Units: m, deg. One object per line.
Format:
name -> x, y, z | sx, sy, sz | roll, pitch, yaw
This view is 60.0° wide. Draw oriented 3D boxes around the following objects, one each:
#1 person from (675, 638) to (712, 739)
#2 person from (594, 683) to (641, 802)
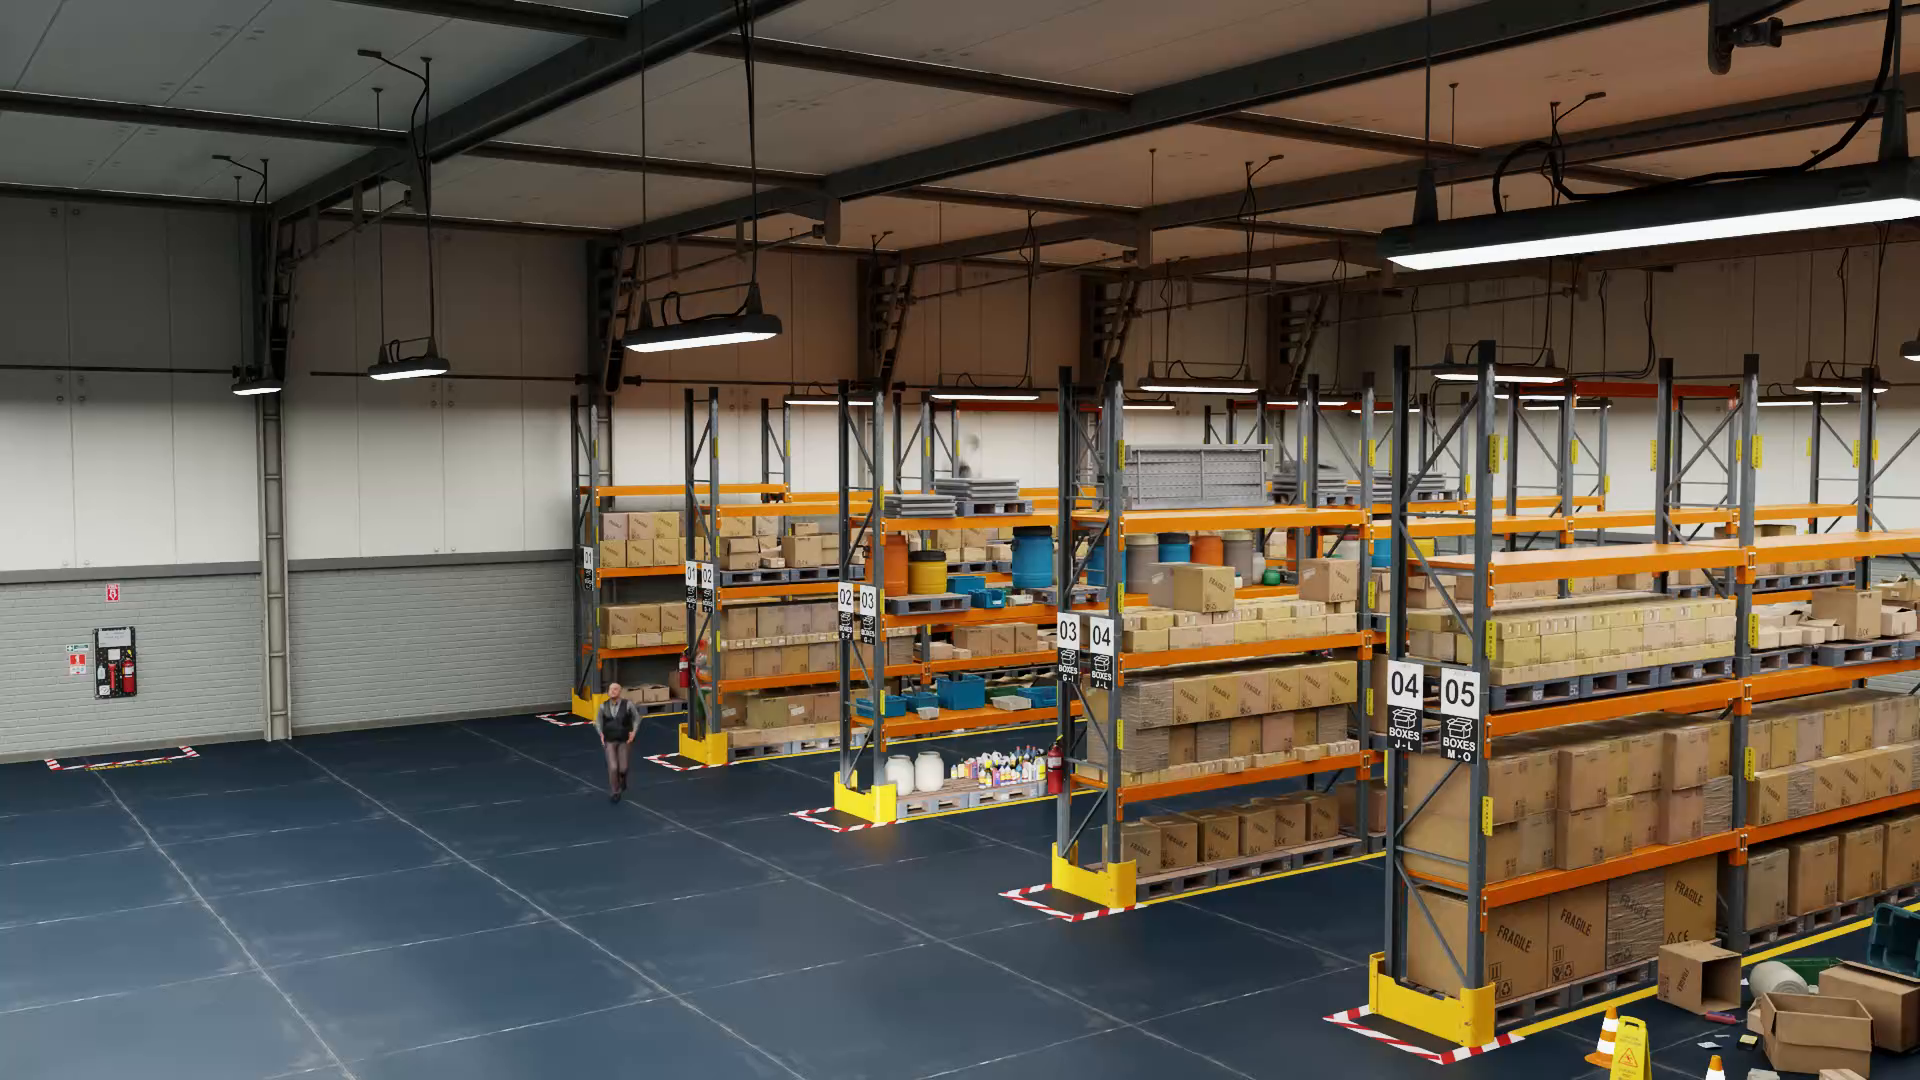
person -> -4.465, 2.566, 28.509 | 0.786, 1.779, 0.671 | -2, 4, -34
person -> -4.920, 2.894, 23.888 | 0.661, 1.688, 0.544 | 0, 3, -5
